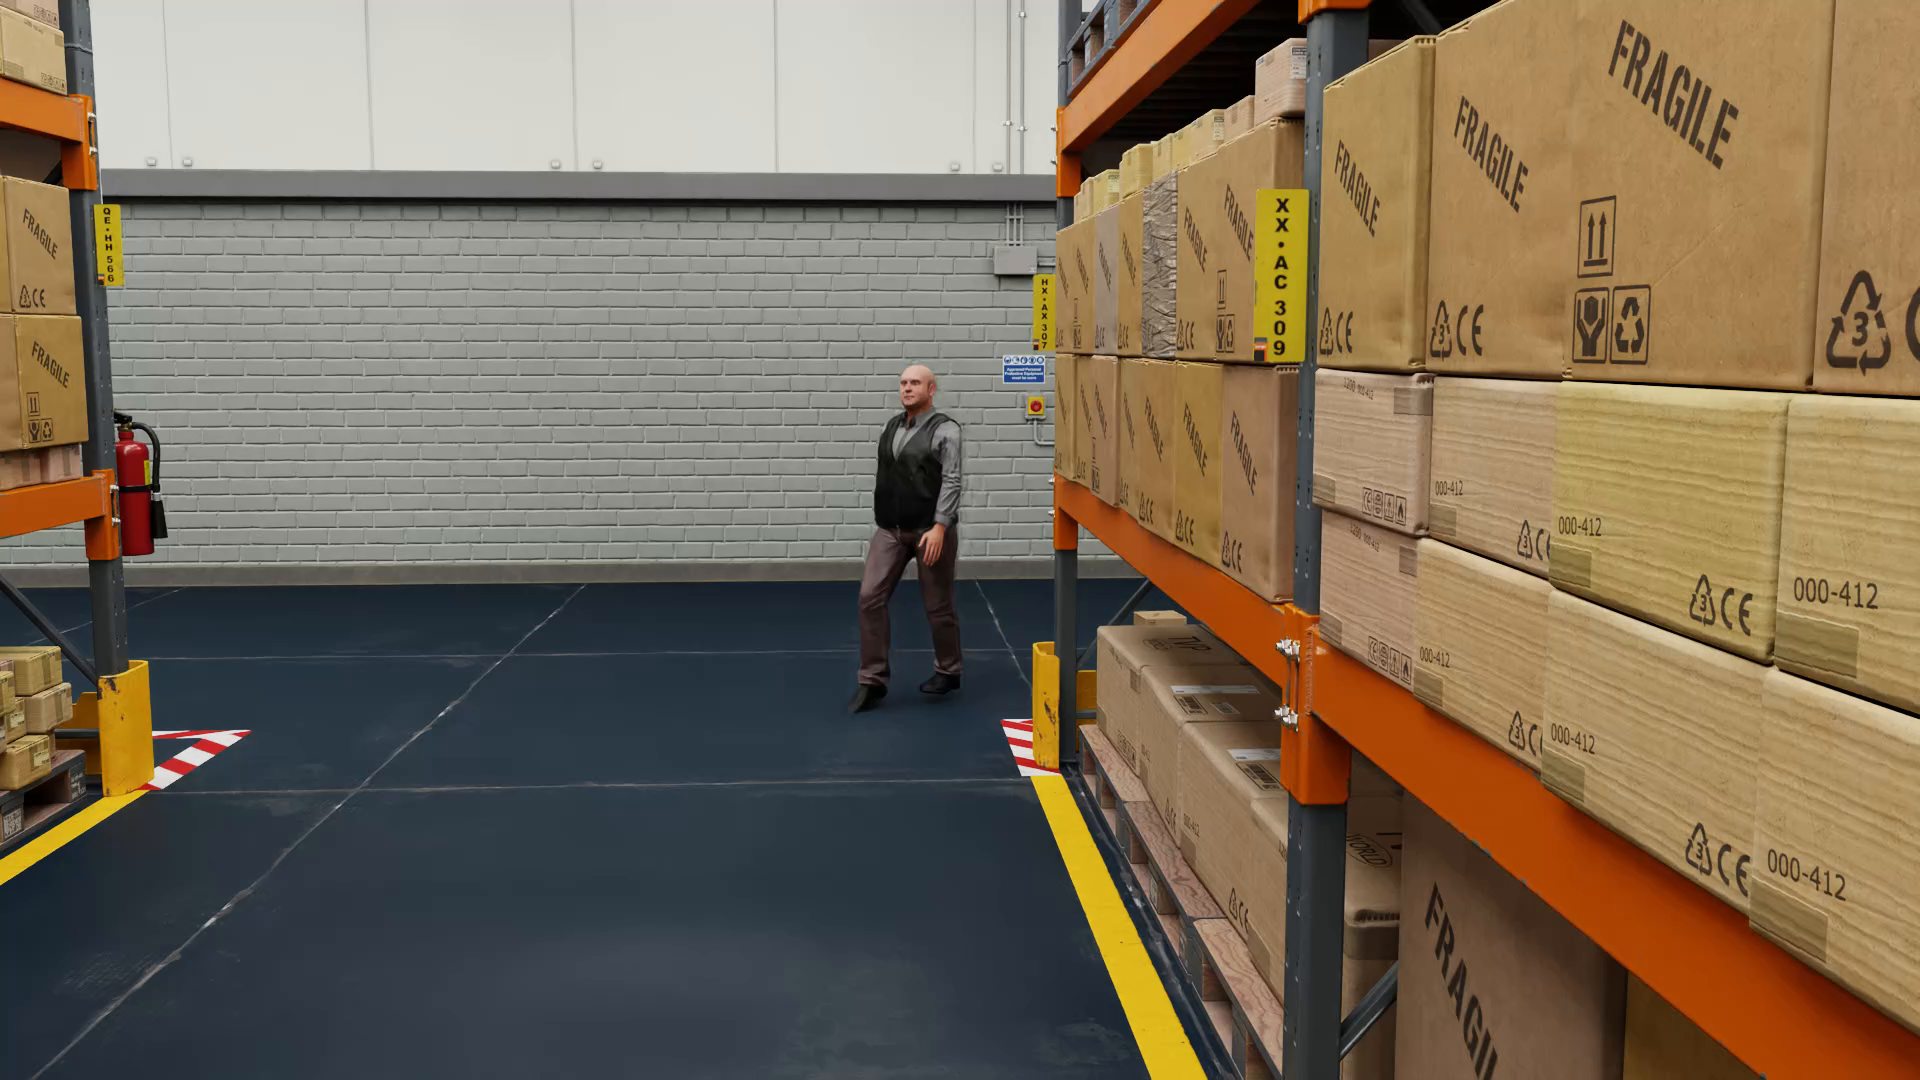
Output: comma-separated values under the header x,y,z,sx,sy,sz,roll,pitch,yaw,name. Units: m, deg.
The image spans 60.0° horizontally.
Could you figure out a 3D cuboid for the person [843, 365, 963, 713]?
x,y,z,sx,sy,sz,roll,pitch,yaw,name
-0.247,0.001,8.448,0.581,1.773,0.704,4,8,31,person
